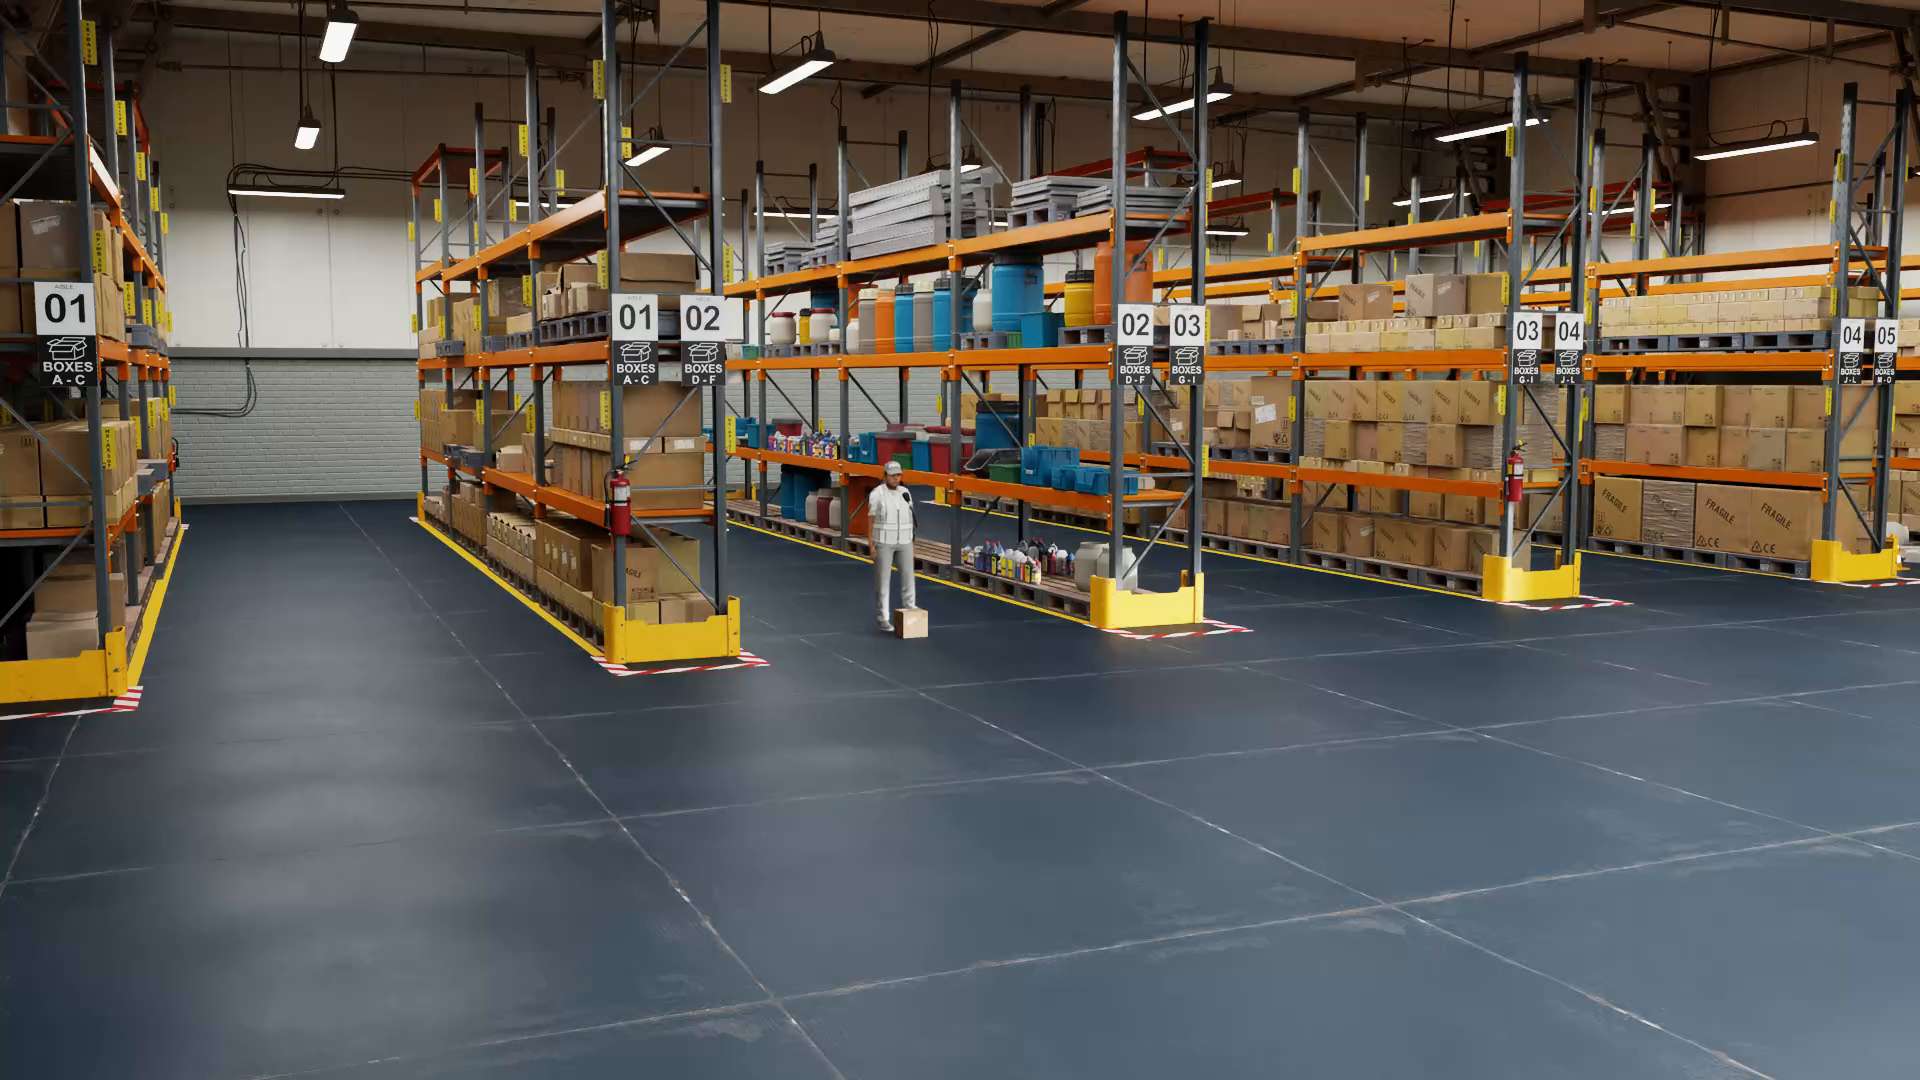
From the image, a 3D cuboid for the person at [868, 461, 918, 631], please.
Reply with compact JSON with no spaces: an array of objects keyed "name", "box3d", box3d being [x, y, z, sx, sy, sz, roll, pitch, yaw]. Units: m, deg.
[{"name":"person","box3d":[-0.660,0.056,16.417,0.506,1.670,0.387,-3,6,-25]}]
